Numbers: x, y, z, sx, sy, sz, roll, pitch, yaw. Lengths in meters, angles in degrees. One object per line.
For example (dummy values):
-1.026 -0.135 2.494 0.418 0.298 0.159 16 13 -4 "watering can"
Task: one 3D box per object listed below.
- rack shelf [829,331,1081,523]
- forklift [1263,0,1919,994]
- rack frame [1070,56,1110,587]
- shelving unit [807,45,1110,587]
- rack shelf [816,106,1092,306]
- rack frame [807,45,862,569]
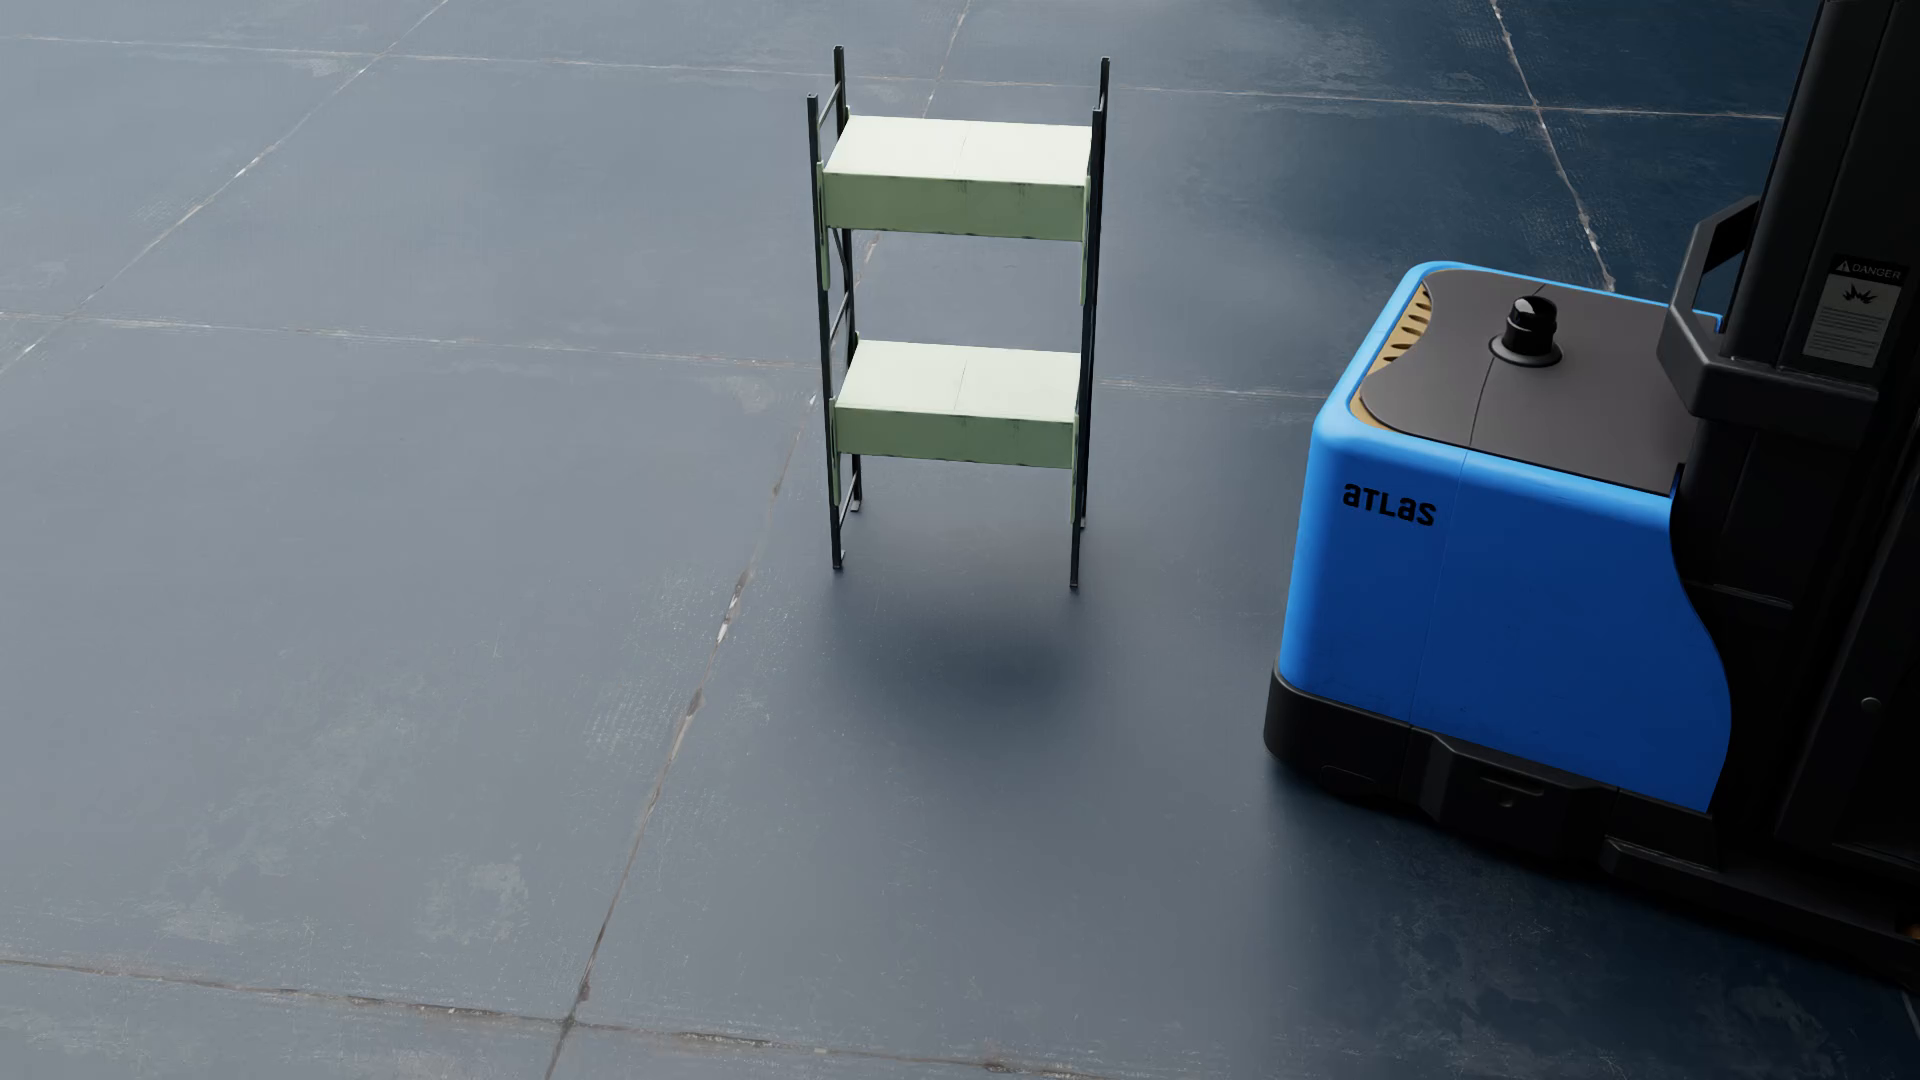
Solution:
0.007 -0.345 5.003 0.720 0.370 0.431 4 36 6 "rack shelf"
2.353 -0.457 3.368 3.031 2.935 1.130 16 39 21 "forklift"
0.370 -0.583 4.776 0.023 1.500 0.400 4 36 6 "rack frame"
0.007 -0.610 4.814 0.755 1.500 0.431 4 36 6 "shelving unit"
0.007 -0.928 4.587 0.720 0.370 0.431 4 36 6 "rack shelf"
-0.356 -0.637 4.852 0.023 1.500 0.400 4 36 6 "rack frame"
